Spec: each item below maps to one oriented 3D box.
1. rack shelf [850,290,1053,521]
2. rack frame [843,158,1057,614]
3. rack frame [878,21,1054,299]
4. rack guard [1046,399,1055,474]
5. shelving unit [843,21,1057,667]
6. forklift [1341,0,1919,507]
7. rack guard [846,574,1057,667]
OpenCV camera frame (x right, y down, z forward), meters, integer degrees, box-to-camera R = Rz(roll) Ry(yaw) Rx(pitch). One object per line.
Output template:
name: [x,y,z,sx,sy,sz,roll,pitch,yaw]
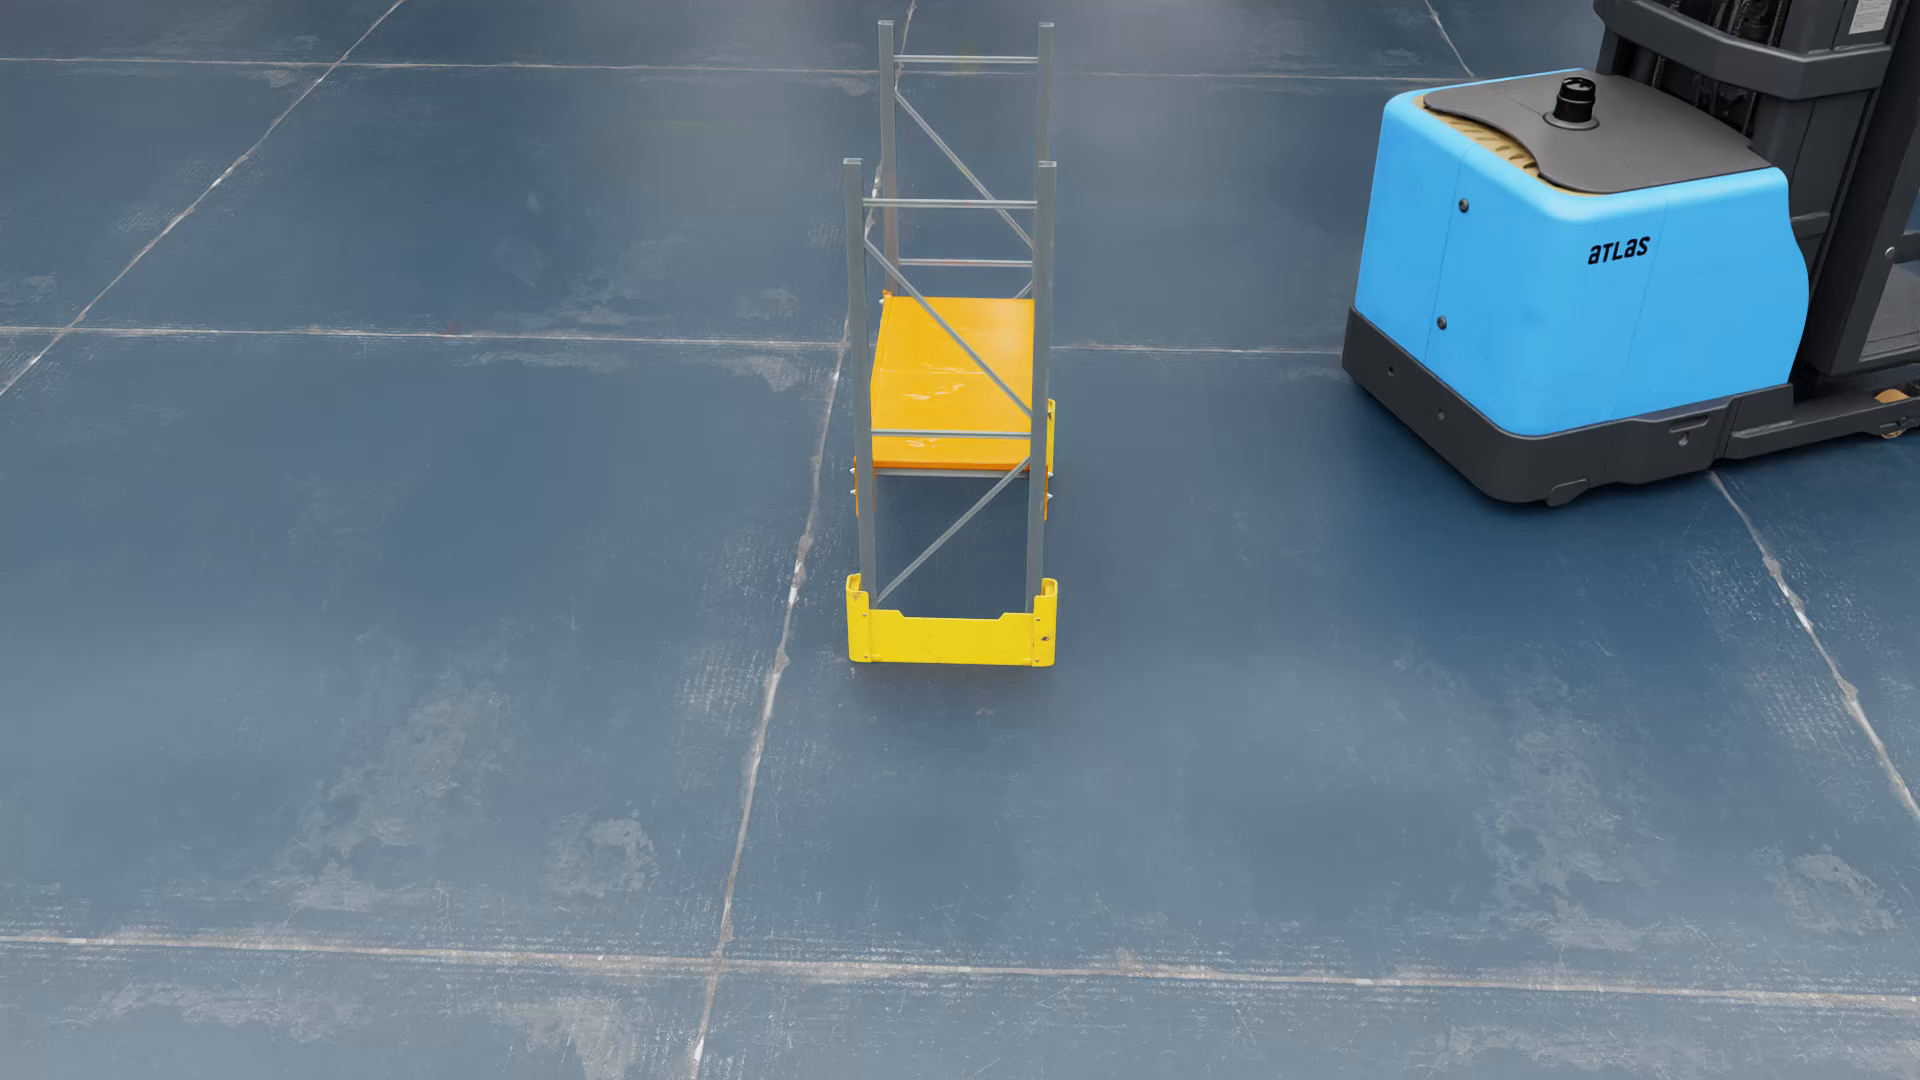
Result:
rack shelf: [-0.003,-0.417,4.852,0.538,0.185,1.000,1,35,2]
rack frame: [-0.024,-0.273,4.333,0.500,1.500,0.032,1,35,2]
rack frame: [0.017,-0.857,5.165,0.500,1.500,0.032,1,35,2]
rack guard: [0.017,-0.345,5.523,0.587,0.250,0.087,1,35,2]
shelving unit: [-0.003,-0.570,4.756,0.587,1.500,1.083,1,35,2]
forklift: [2.954,-1.823,5.296,3.031,2.935,1.130,-12,37,-16]
rack guard: [-0.023,0.228,4.709,0.587,0.250,0.087,1,35,2]
